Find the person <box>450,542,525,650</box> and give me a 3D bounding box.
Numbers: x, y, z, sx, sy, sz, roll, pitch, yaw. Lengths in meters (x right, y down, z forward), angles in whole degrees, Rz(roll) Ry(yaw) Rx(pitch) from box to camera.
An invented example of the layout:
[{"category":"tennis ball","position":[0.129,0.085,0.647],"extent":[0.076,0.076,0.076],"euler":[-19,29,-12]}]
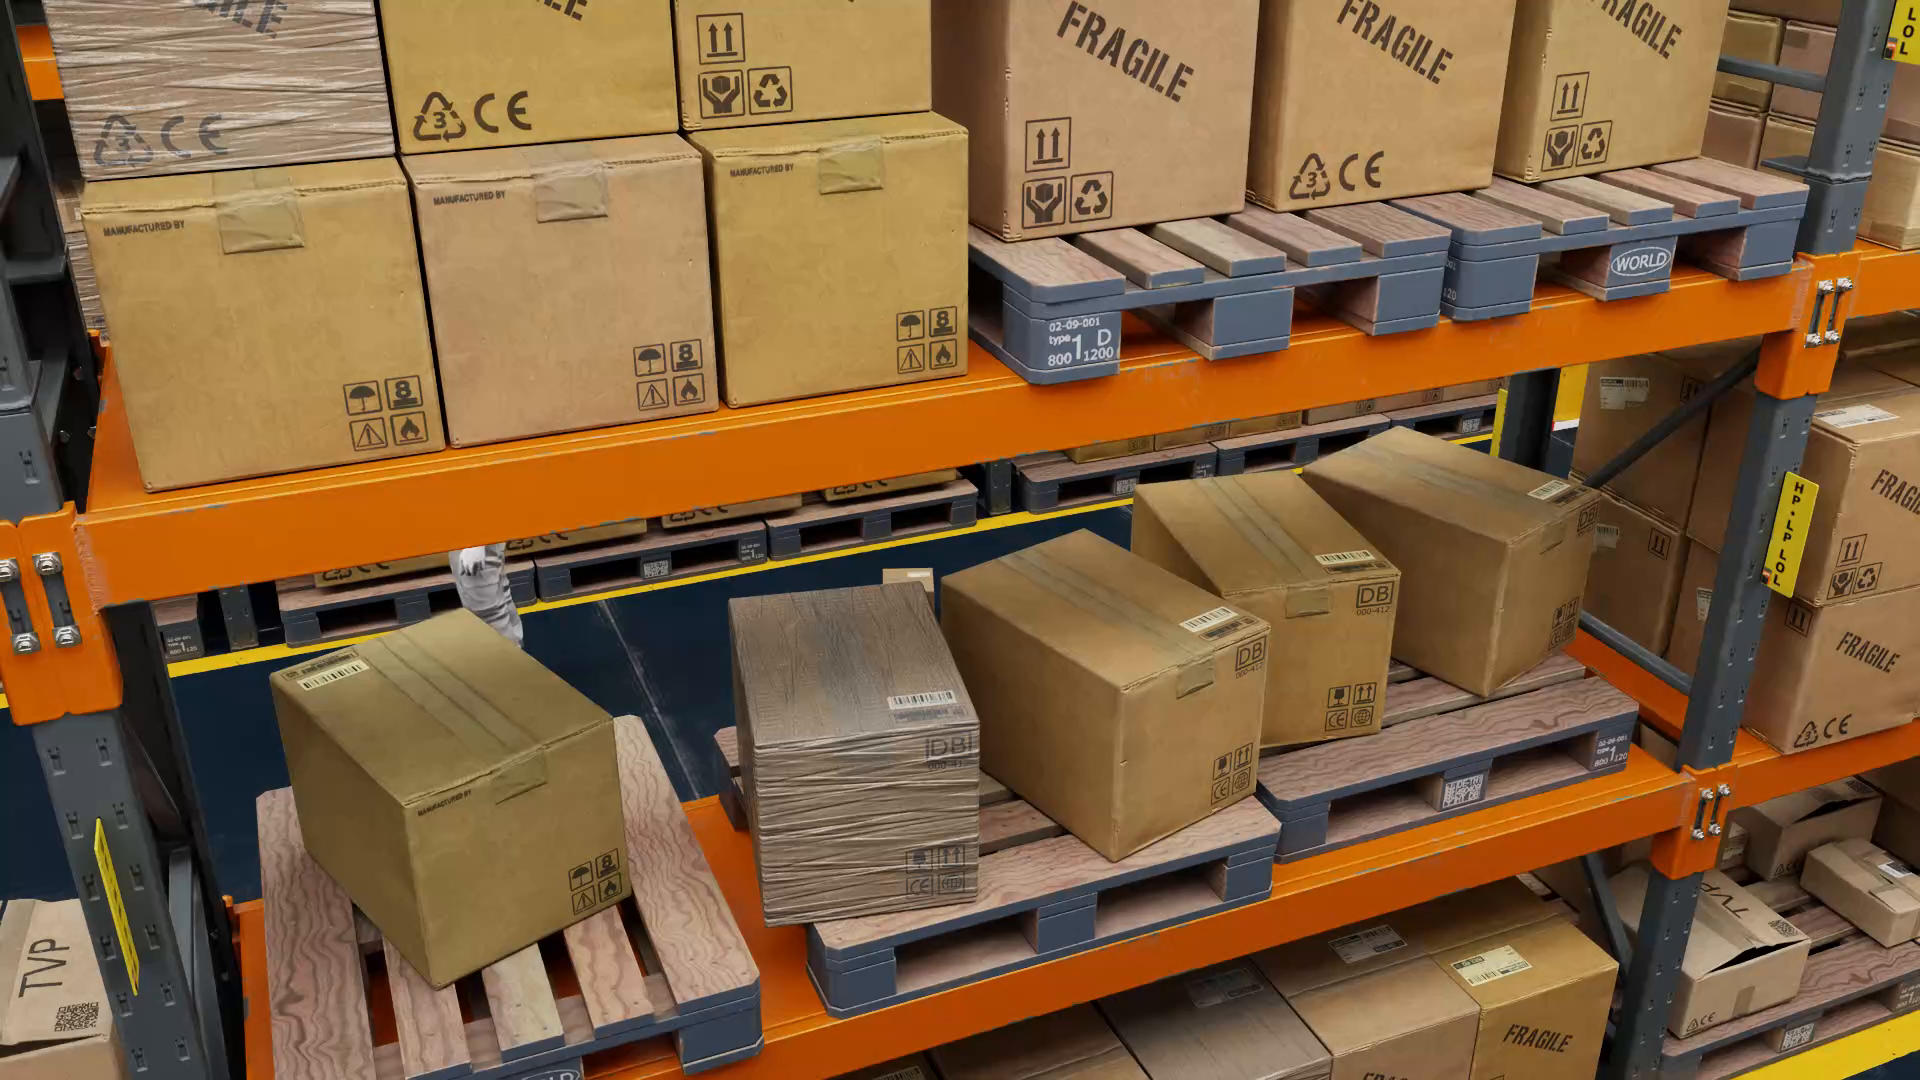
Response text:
[{"category":"person","position":[-2.101,-0.049,7.179],"extent":[0.363,1.796,0.526],"euler":[-5,26,-10]}]
